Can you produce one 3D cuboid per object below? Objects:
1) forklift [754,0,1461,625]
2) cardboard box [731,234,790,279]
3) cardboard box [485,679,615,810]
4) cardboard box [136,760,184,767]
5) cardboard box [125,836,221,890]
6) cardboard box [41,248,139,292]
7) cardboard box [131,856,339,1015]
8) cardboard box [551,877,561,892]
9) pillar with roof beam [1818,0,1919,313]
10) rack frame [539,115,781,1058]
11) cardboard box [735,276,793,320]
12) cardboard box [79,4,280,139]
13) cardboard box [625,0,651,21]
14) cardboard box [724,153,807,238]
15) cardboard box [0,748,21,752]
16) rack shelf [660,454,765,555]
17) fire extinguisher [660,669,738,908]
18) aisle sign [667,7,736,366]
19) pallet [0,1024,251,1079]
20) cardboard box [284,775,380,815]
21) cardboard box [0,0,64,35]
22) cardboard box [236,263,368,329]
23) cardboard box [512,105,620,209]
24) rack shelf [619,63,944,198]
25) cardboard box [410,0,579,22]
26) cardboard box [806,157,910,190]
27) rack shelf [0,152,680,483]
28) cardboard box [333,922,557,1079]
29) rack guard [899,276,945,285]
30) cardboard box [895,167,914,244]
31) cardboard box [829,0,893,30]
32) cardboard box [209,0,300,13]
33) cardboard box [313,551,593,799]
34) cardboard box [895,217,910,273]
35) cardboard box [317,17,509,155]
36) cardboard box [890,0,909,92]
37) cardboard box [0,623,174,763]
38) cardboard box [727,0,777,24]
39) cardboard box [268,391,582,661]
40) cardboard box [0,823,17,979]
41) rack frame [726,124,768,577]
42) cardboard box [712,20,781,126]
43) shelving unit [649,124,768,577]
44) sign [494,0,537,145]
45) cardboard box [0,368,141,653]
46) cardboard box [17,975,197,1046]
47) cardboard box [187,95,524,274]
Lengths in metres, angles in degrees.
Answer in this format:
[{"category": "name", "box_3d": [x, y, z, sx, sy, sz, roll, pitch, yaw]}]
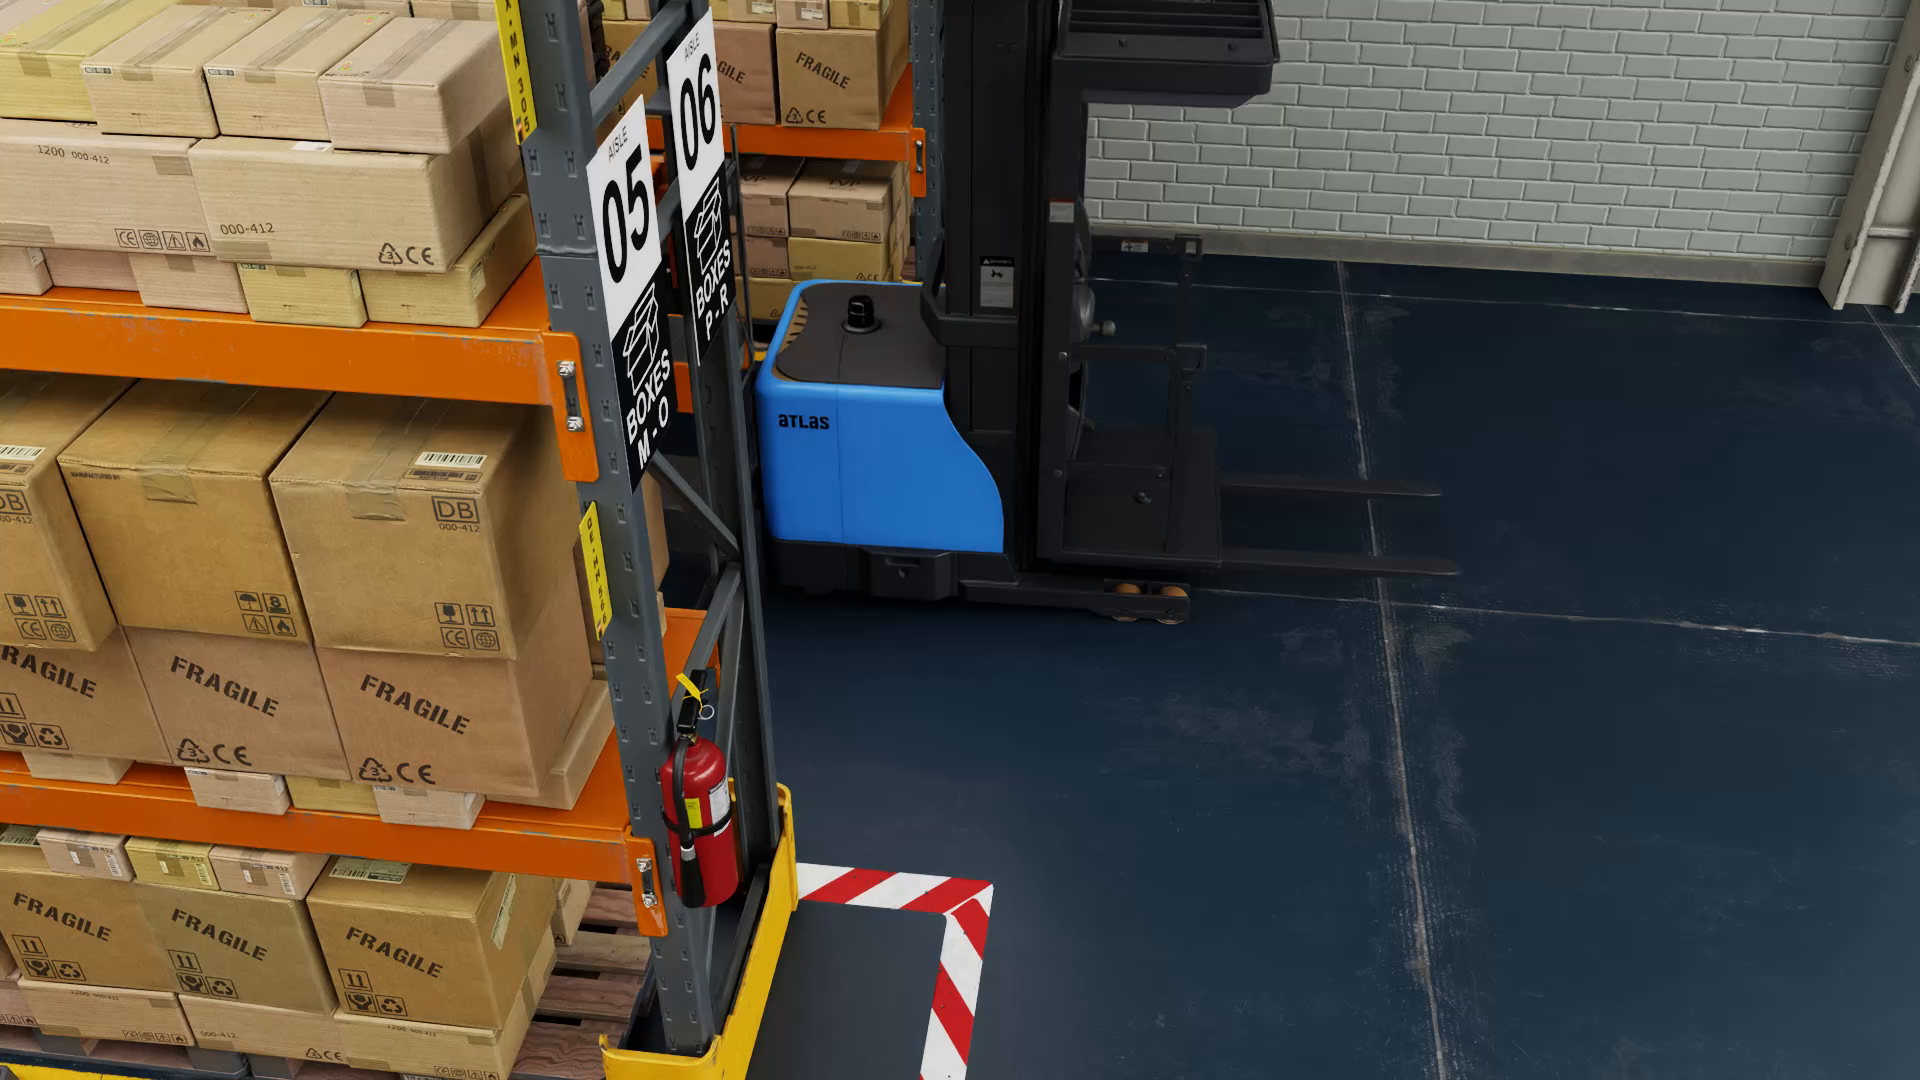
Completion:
[{"category": "forklift", "box_3d": [0.687, -1.151, 6.840, 3.031, 2.935, 1.130, 3, 36, 5]}, {"category": "cardboard box", "box_3d": [-1.130, -1.660, 9.068, 0.500, 0.250, 0.500, 4, 36, 5]}, {"category": "cardboard box", "box_3d": [-1.138, 0.553, 4.609, 0.250, 0.149, 0.380, 5, 36, 8]}, {"category": "cardboard box", "box_3d": [-2.150, 0.465, 4.732, 0.250, 0.149, 0.380, 5, 36, 7]}, {"category": "cardboard box", "box_3d": [-2.189, 0.816, 4.826, 0.250, 0.149, 0.380, 5, 36, 7]}, {"category": "cardboard box", "box_3d": [-1.882, -0.725, 3.818, 0.250, 0.149, 0.380, 5, 36, 6]}, {"category": "cardboard box", "box_3d": [-2.085, 1.052, 5.053, 0.500, 0.500, 0.500, 6, 36, 8]}, {"category": "cardboard box", "box_3d": [-1.528, 0.778, 5.438, 0.500, 0.500, 0.500, 3, 36, 4]}, {"category": "pillar with roof beam", "box_3d": [4.716, -2.593, 3.638, 0.400, 9.000, 9.100, 4, 36, 6]}, {"category": "rack frame", "box_3d": [-0.740, 0.355, 4.670, 0.127, 3.000, 1.000, 4, 36, 6]}, {"category": "cardboard box", "box_3d": [-1.109, -1.452, 9.208, 0.500, 0.250, 0.500, 4, 36, 6]}, {"category": "cardboard box", "box_3d": [-1.619, -0.993, 3.506, 0.250, 0.149, 0.380, 4, 36, 5]}, {"category": "cardboard box", "box_3d": [-1.513, -2.748, 8.374, 0.250, 0.149, 0.380, 3, 36, 4]}, {"category": "cardboard box", "box_3d": [-1.115, -1.853, 8.909, 0.500, 0.250, 0.500, 5, 36, 7]}, {"category": "cardboard box", "box_3d": [-2.651, 0.429, 4.784, 0.250, 0.149, 0.380, 4, 36, 6]}, {"category": "rack shelf", "box_3d": [-1.137, -0.062, 7.258, 0.480, 0.518, 0.431, 5, 36, 7]}, {"category": "fire extinguisher", "box_3d": [-0.685, 0.661, 4.309, 0.183, 0.674, 0.296, 4, 36, 6]}, {"category": "aisle sign", "box_3d": [-0.639, -0.877, 4.159, 0.004, 0.787, 0.394, 4, 36, 6]}, {"category": "pallet", "box_3d": [-2.823, 1.312, 5.730, 1.213, 0.211, 1.003, 4, 36, 6]}, {"category": "cardboard box", "box_3d": [-1.655, 0.567, 4.590, 0.250, 0.149, 0.380, 4, 36, 5]}, {"category": "cardboard box", "box_3d": [-2.106, -1.063, 3.605, 0.250, 0.149, 0.380, 4, 36, 6]}, {"category": "cardboard box", "box_3d": [-1.380, -0.628, 3.682, 0.250, 0.149, 0.380, 5, 36, 6]}, {"category": "cardboard box", "box_3d": [-1.027, -0.975, 4.168, 0.250, 0.149, 0.380, 4, 36, 6]}, {"category": "rack shelf", "box_3d": [-2.095, -2.360, 9.094, 4.000, 0.370, 1.077, 4, 36, 6]}, {"category": "cardboard box", "box_3d": [-1.066, -1.232, 3.842, 0.250, 0.149, 0.380, 4, 36, 6]}, {"category": "cardboard box", "box_3d": [-0.564, -2.109, 9.267, 0.500, 0.250, 0.500, 4, 36, 5]}, {"category": "rack shelf", "box_3d": [-2.723, -0.721, 4.215, 4.000, 0.370, 1.077, 4, 36, 6]}, {"category": "cardboard box", "box_3d": [-1.599, 1.397, 5.216, 0.500, 0.250, 0.500, 4, 36, 6]}, {"category": "rack guard", "box_3d": [-0.087, -1.486, 9.402, 0.348, 0.500, 1.175, 4, 36, 6]}, {"category": "cardboard box", "box_3d": [-0.551, -1.915, 9.426, 0.500, 0.250, 0.500, 5, 36, 7]}, {"category": "cardboard box", "box_3d": [-0.491, -2.674, 8.270, 0.250, 0.149, 0.380, 5, 36, 7]}, {"category": "cardboard box", "box_3d": [-1.558, -1.295, 3.931, 0.250, 0.149, 0.380, 4, 36, 6]}, {"category": "cardboard box", "box_3d": [-1.313, 0.312, 4.389, 0.500, 0.500, 0.500, 4, 36, 5]}, {"category": "cardboard box", "box_3d": [-0.573, -1.706, 9.564, 0.500, 0.250, 0.500, 4, 36, 6]}, {"category": "cardboard box", "box_3d": [-1.113, -0.943, 3.437, 0.250, 0.149, 0.380, 5, 36, 6]}, {"category": "cardboard box", "box_3d": [-0.567, -2.743, 8.925, 0.500, 0.500, 0.500, 5, 36, 7]}, {"category": "cardboard box", "box_3d": [-2.305, 0.233, 4.499, 0.500, 0.500, 0.500, 4, 36, 6]}, {"category": "cardboard box", "box_3d": [-0.997, -2.730, 8.349, 0.250, 0.149, 0.380, 5, 36, 7]}, {"category": "cardboard box", "box_3d": [-1.274, -0.126, 4.141, 0.500, 0.500, 0.700, 3, 36, 5]}, {"category": "cardboard box", "box_3d": [-3.110, 0.974, 5.164, 0.500, 0.500, 0.500, 6, 36, 8]}, {"category": "rack frame", "box_3d": [-0.895, -0.622, 6.814, 0.015, 2.100, 0.400, 5, 36, 7]}, {"category": "cardboard box", "box_3d": [-1.146, -2.475, 8.549, 0.500, 0.500, 0.500, 5, 36, 7]}, {"category": "shelving unit", "box_3d": [-1.137, -0.643, 6.844, 0.503, 2.100, 0.431, 5, 36, 7]}, {"category": "sign", "box_3d": [-0.830, -0.908, 3.096, 0.005, 0.325, 0.100, 4, 36, 6]}, {"category": "cardboard box", "box_3d": [-2.294, -0.146, 4.169, 0.500, 0.500, 0.700, 4, 36, 5]}, {"category": "cardboard box", "box_3d": [-2.608, 1.320, 5.324, 0.500, 0.250, 0.500, 3, 36, 4]}, {"category": "cardboard box", "box_3d": [-1.281, -0.808, 3.592, 0.500, 0.250, 0.500, 4, 36, 5]}]
